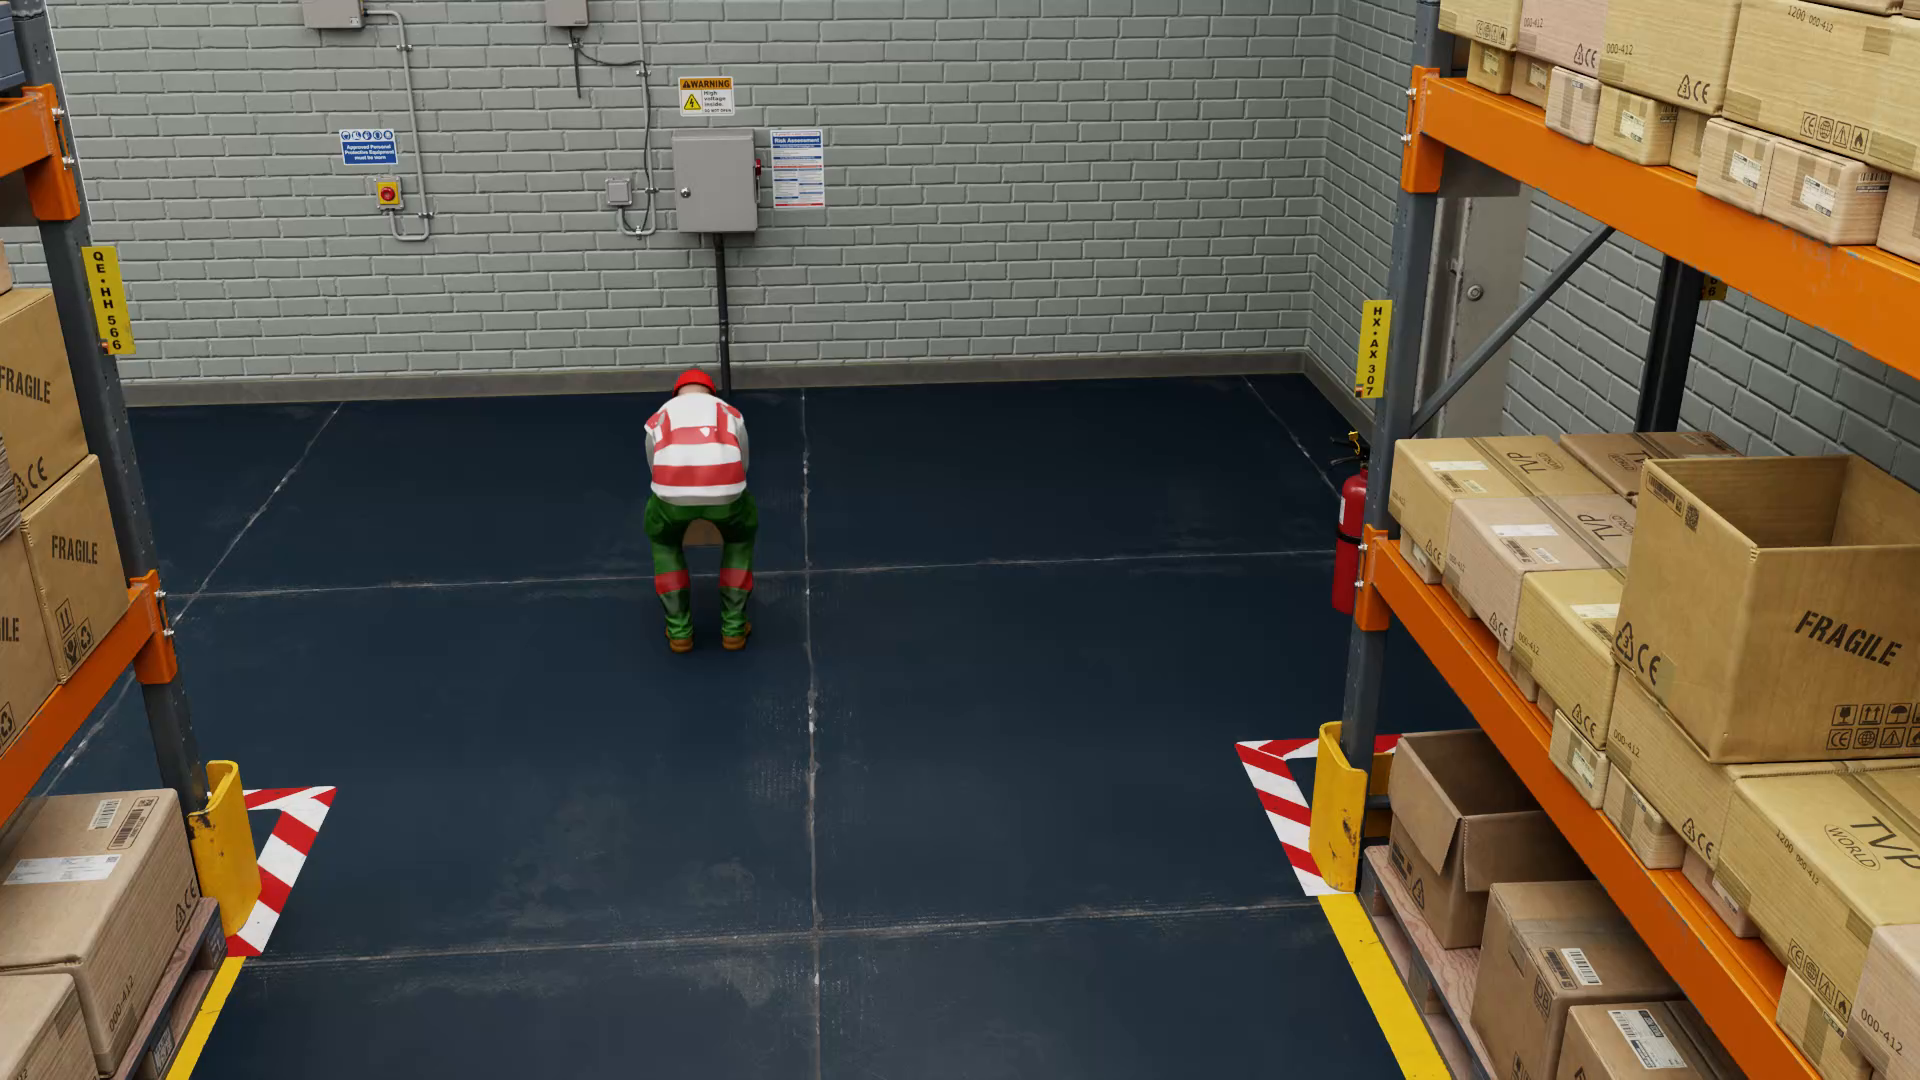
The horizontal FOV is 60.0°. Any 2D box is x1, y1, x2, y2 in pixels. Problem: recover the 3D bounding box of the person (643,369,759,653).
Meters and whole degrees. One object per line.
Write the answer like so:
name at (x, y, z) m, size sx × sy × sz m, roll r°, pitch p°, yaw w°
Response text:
person at (-1.199, -0.135, 7.697) m, size 0.523 × 1.134 × 0.951 m, roll -3°, pitch 24°, yaw -8°
